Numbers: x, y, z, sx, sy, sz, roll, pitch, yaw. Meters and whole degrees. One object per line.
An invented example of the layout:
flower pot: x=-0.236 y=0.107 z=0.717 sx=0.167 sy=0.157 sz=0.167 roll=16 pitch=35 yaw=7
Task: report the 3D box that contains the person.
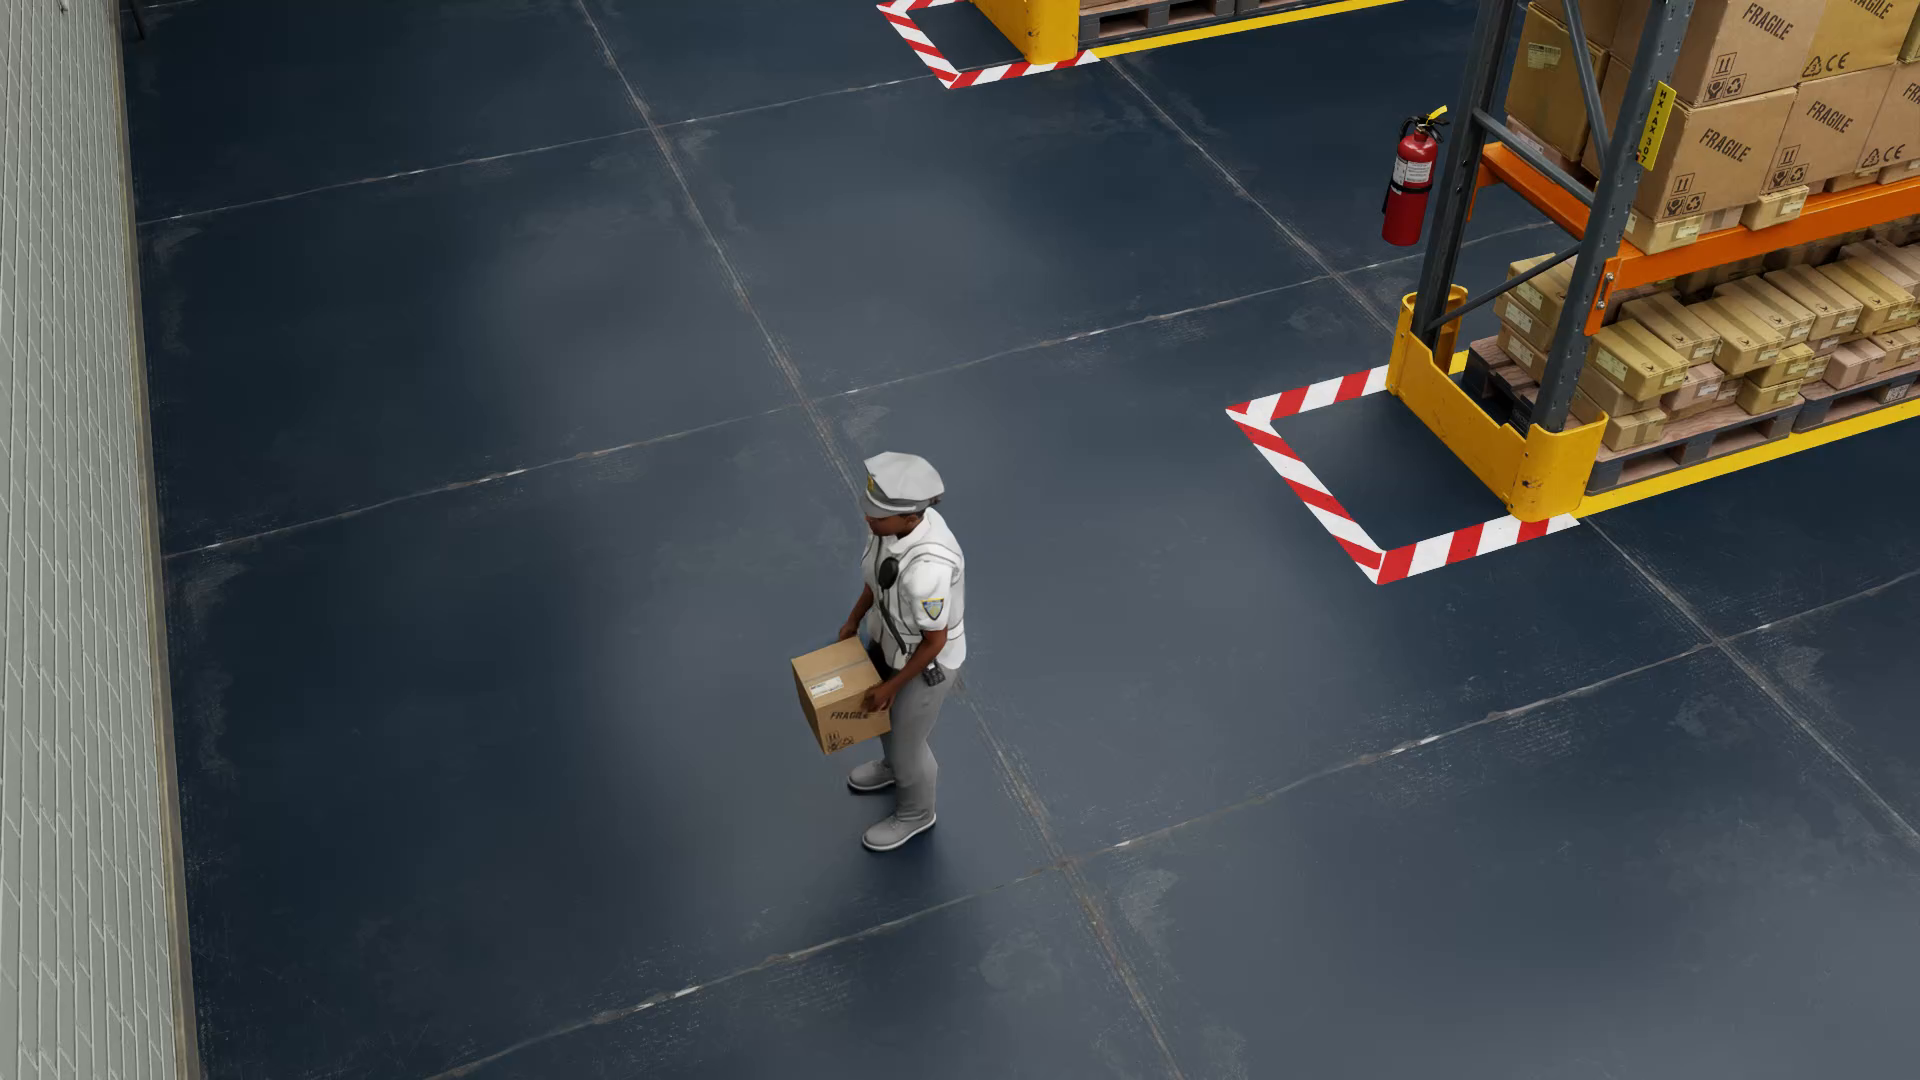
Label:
person: x=-0.204 y=0.397 z=5.722 sx=0.427 sy=1.656 sz=0.517 roll=-17 pitch=45 yaw=-18
